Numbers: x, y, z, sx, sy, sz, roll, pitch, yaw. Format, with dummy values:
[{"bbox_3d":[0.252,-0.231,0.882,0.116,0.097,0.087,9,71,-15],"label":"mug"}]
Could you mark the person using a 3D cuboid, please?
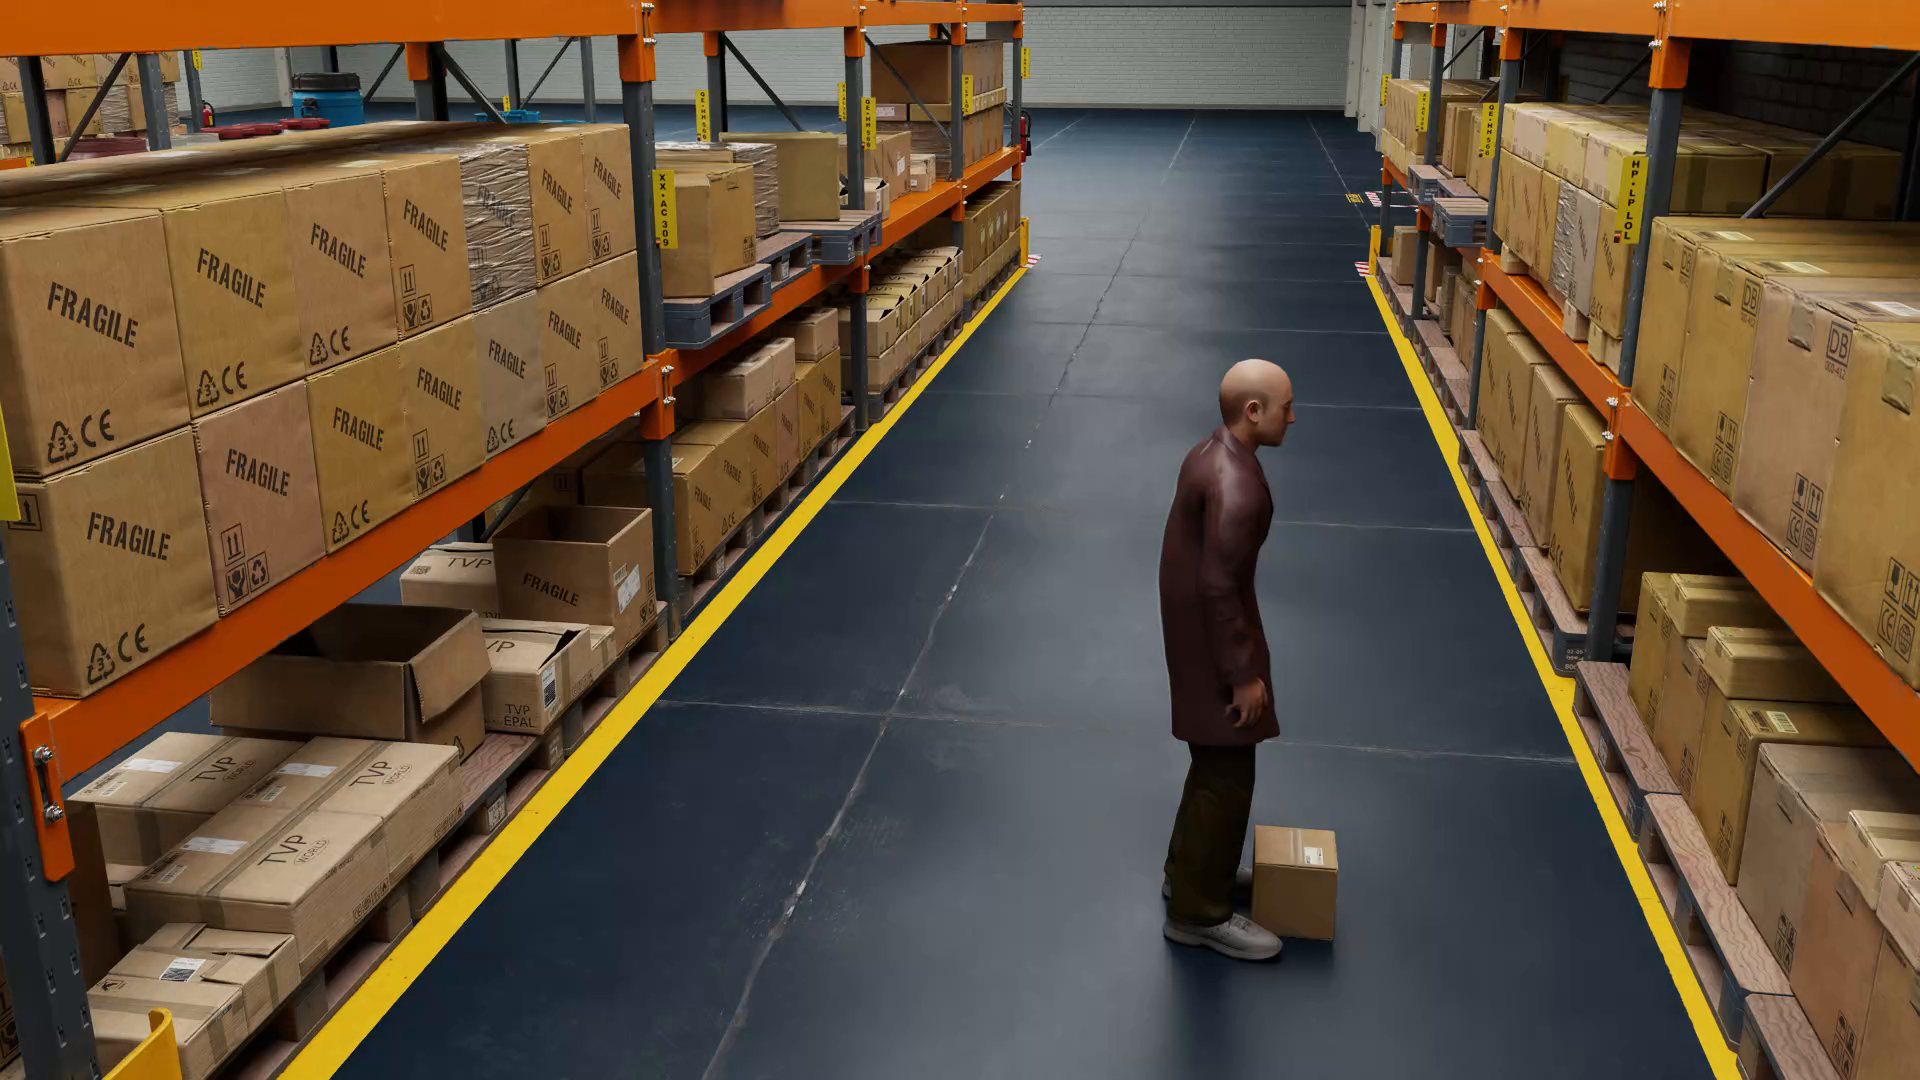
[{"bbox_3d":[0.805,0.333,5.028,0.419,1.774,0.655,2,18,6],"label":"person"}]
